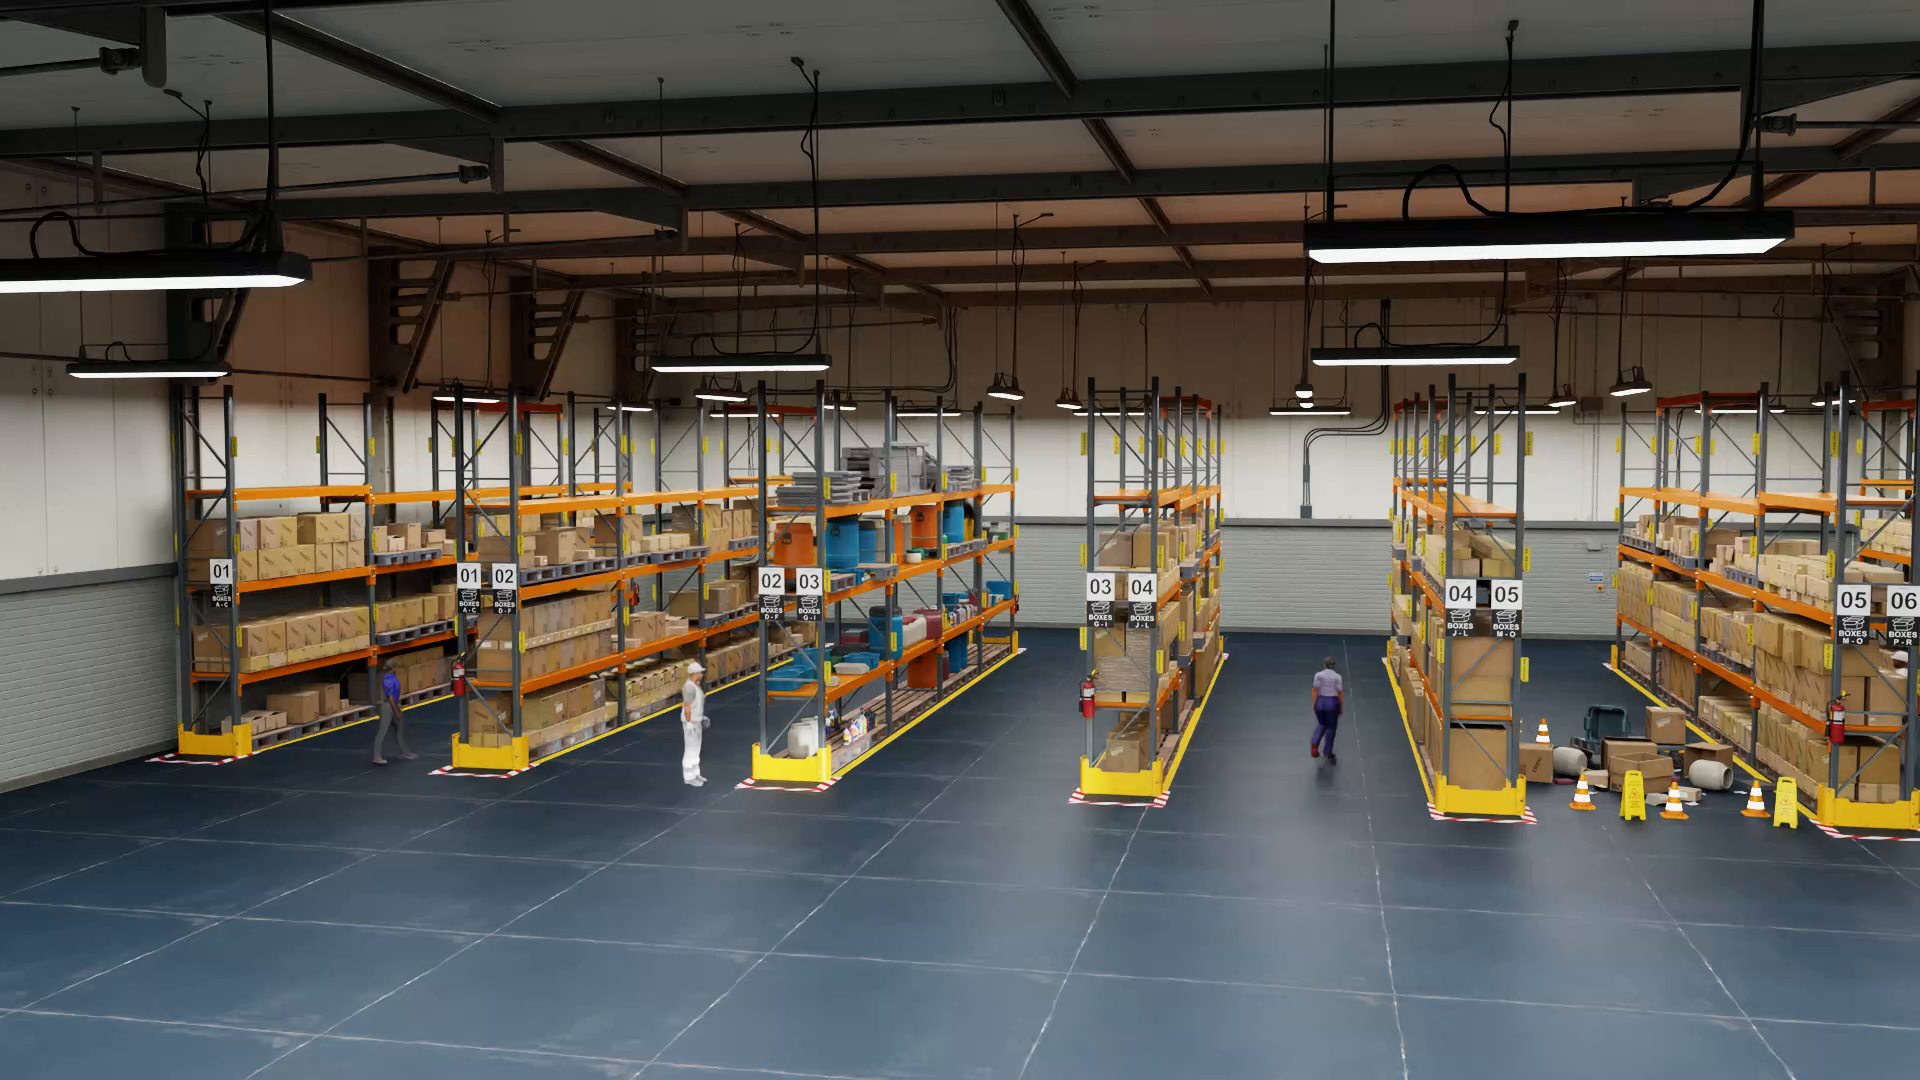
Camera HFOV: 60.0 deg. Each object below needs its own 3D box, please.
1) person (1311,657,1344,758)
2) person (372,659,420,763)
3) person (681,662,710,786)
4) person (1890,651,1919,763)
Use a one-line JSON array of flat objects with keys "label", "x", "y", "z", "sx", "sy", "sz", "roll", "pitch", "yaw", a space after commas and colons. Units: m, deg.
[{"label": "person", "x": 5.895, "y": 2.684, "z": 26.614, "sx": 0.433, "sy": 1.629, "sz": 0.480, "roll": -3, "pitch": 4, "yaw": -44}, {"label": "person", "x": -8.997, "y": 2.702, "z": 26.434, "sx": 0.609, "sy": 1.661, "sz": 0.647, "roll": 0, "pitch": 3, "yaw": 0}, {"label": "person", "x": -3.951, "y": 2.724, "z": 24.747, "sx": 0.406, "sy": 1.809, "sz": 0.570, "roll": 0, "pitch": 3, "yaw": 2}, {"label": "person", "x": 14.865, "y": 2.646, "z": 26.303, "sx": 0.646, "sy": 1.797, "sz": 0.693, "roll": 1, "pitch": 3, "yaw": 9}]
